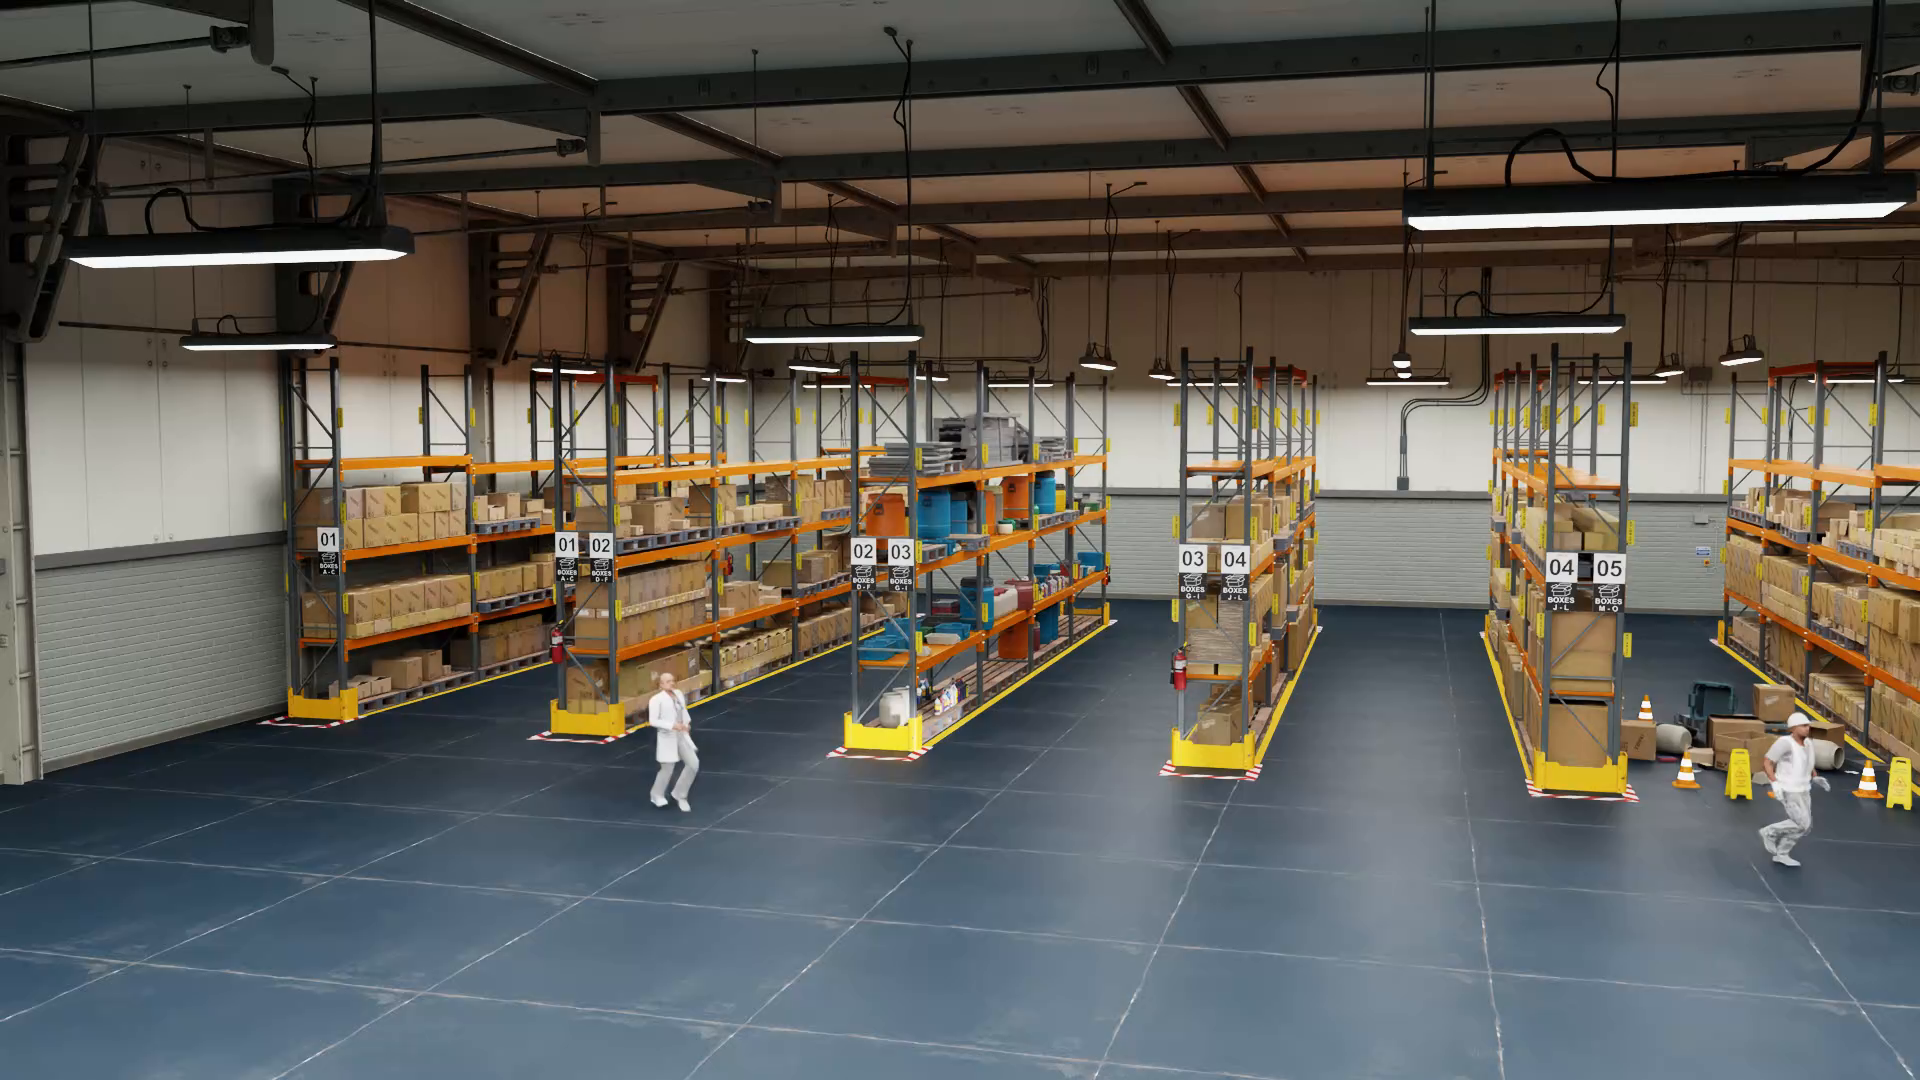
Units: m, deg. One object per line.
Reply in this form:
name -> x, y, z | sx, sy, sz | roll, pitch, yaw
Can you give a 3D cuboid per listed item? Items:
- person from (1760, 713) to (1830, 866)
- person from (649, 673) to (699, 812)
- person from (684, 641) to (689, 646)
person -> 9.298, 2.782, 18.527 | 0.683, 1.731, 0.629 | -3, 5, -31
person -> -3.667, 2.584, 21.233 | 0.789, 1.796, 0.718 | 4, 6, 44
person -> -5.924, 1.499, 35.534 | 0.637, 1.839, 0.739 | 0, 4, 6
